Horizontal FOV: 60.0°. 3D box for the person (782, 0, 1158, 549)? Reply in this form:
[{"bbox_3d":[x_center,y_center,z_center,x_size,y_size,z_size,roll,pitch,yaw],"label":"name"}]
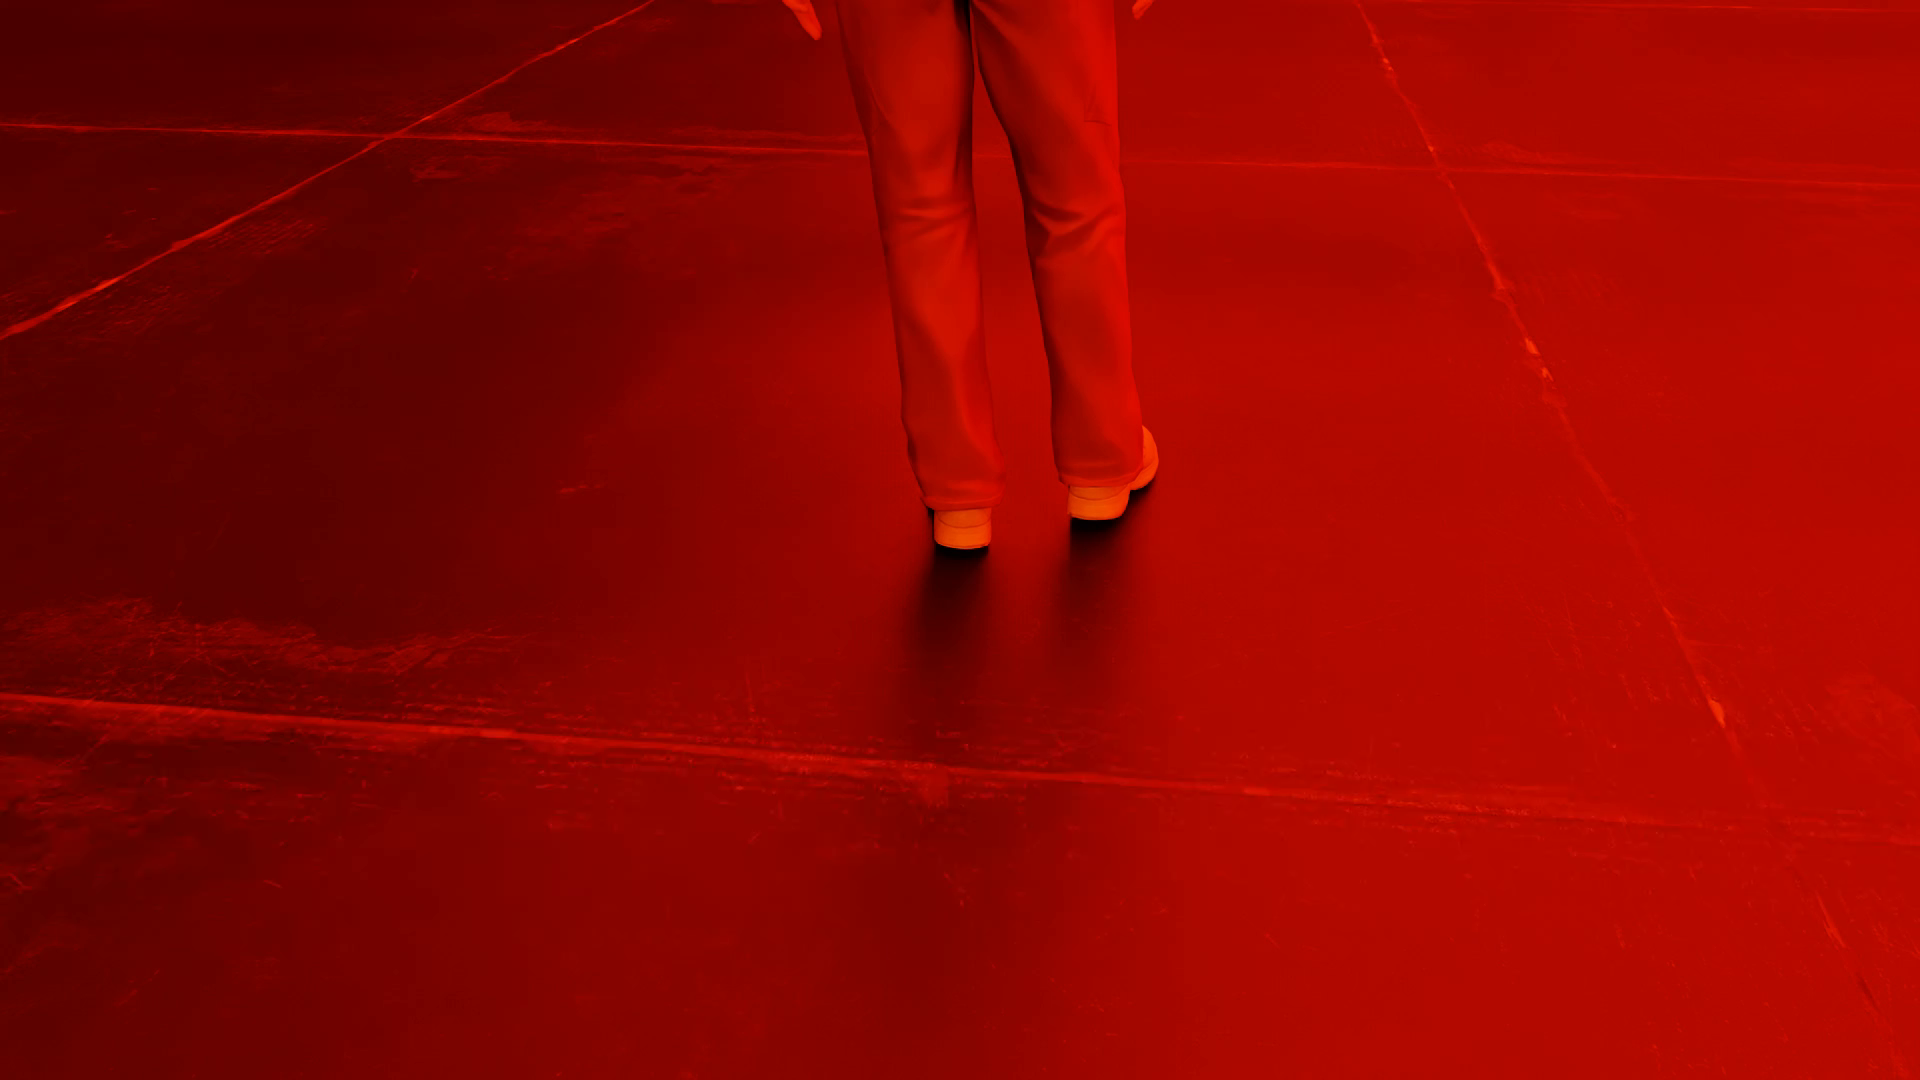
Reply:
[{"bbox_3d":[0.023,-0.786,2.196,0.553,1.663,0.533,3,27,7],"label":"person"}]
